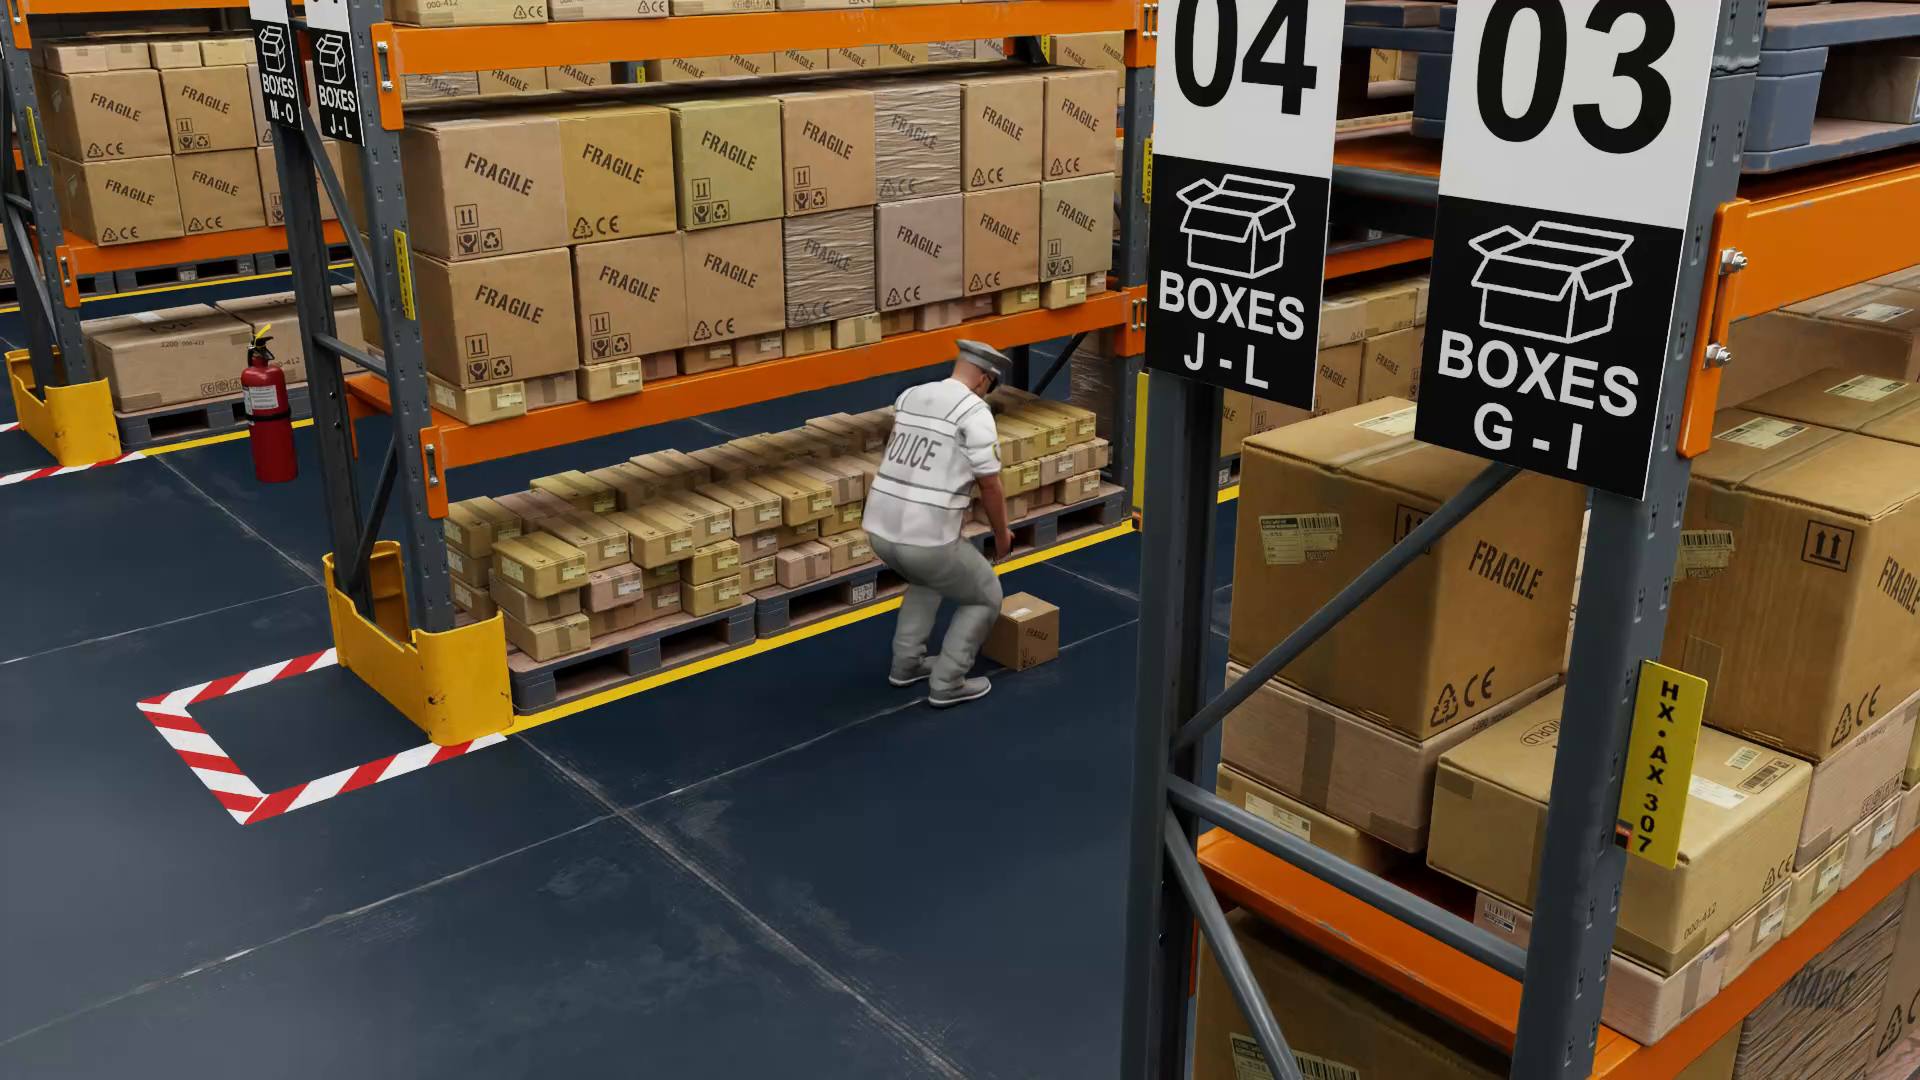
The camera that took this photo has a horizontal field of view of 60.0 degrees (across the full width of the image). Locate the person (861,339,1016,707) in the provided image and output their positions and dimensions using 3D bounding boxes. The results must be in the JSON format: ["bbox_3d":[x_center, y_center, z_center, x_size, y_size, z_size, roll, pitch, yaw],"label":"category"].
[{"bbox_3d":[-0.085,-0.078,7.114,0.729,1.523,0.587,-17,27,-38],"label":"person"}]
